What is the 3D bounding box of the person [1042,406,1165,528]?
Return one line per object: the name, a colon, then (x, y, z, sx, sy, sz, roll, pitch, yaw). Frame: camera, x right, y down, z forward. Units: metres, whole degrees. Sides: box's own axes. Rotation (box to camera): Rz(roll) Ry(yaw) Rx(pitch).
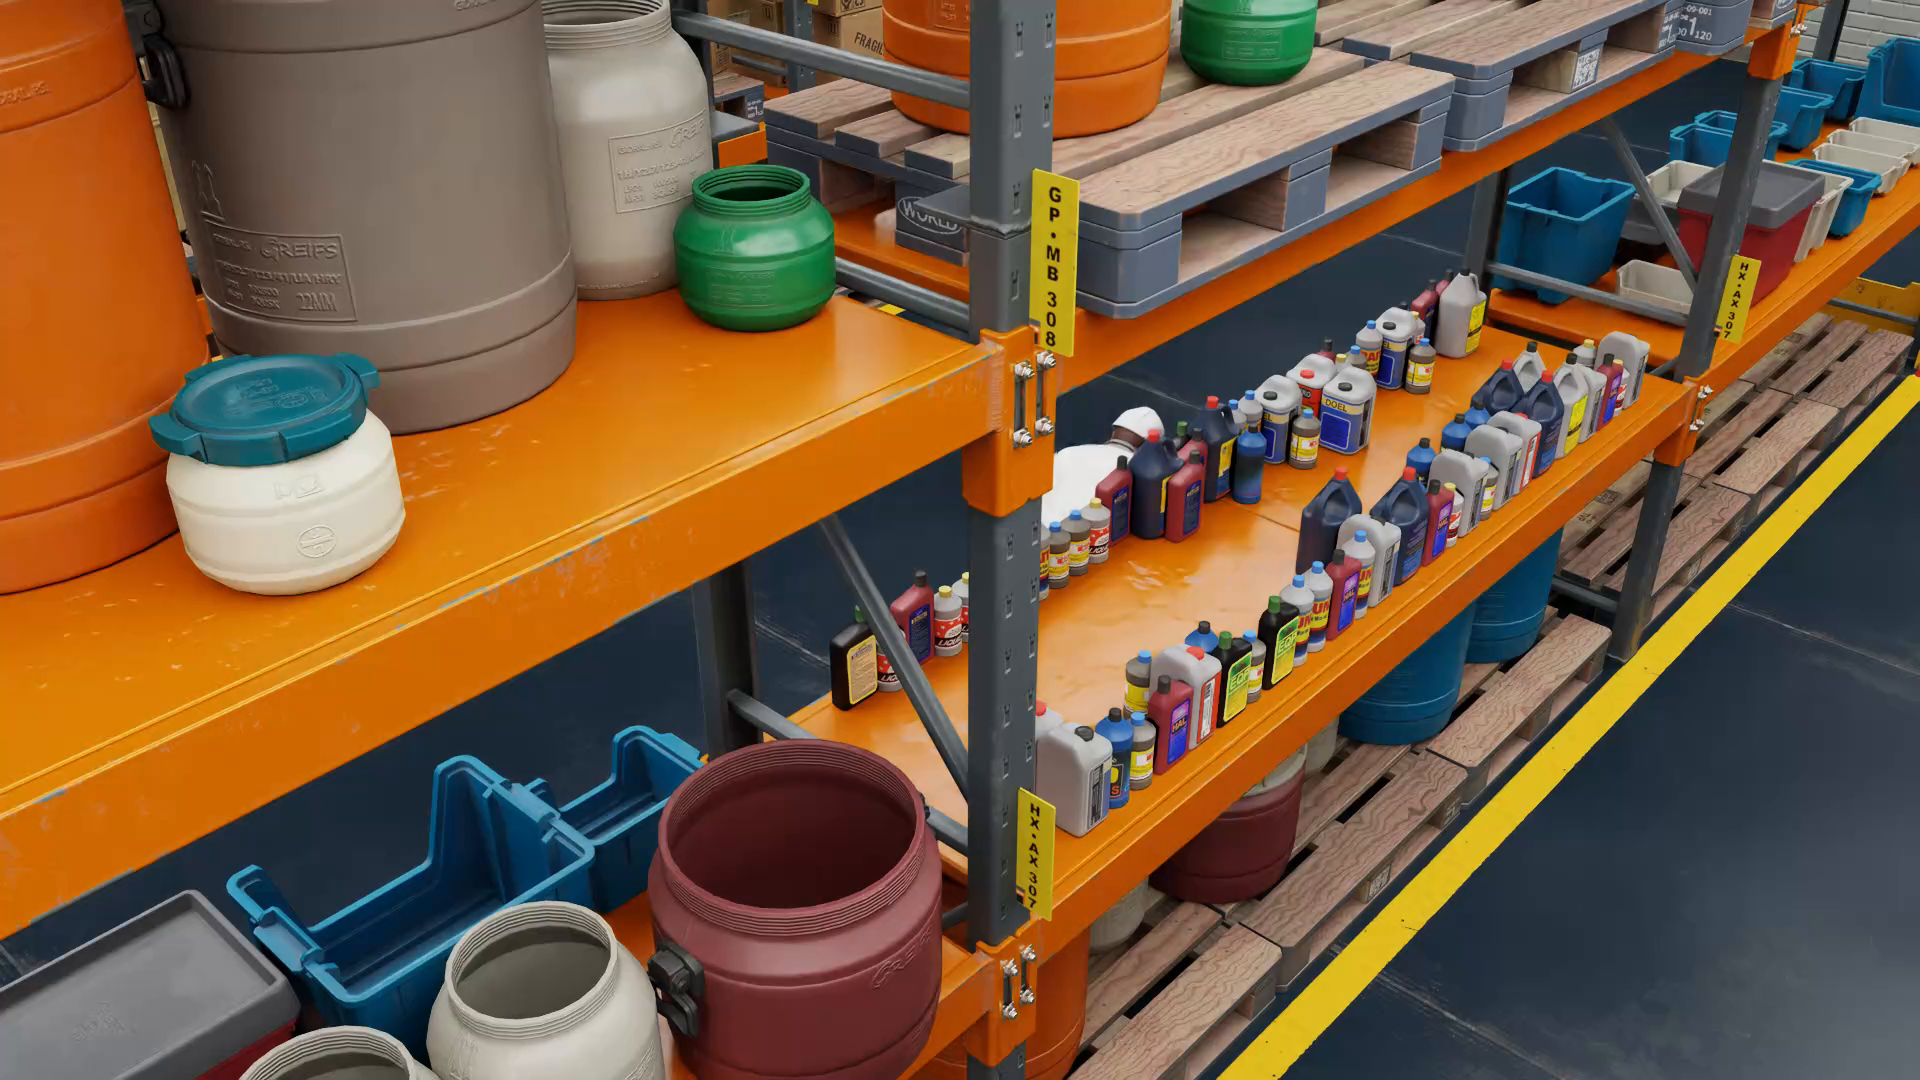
person: (0.560, -0.001, 6.932, 0.538, 0.930, 0.913, 25, 39, 35)
